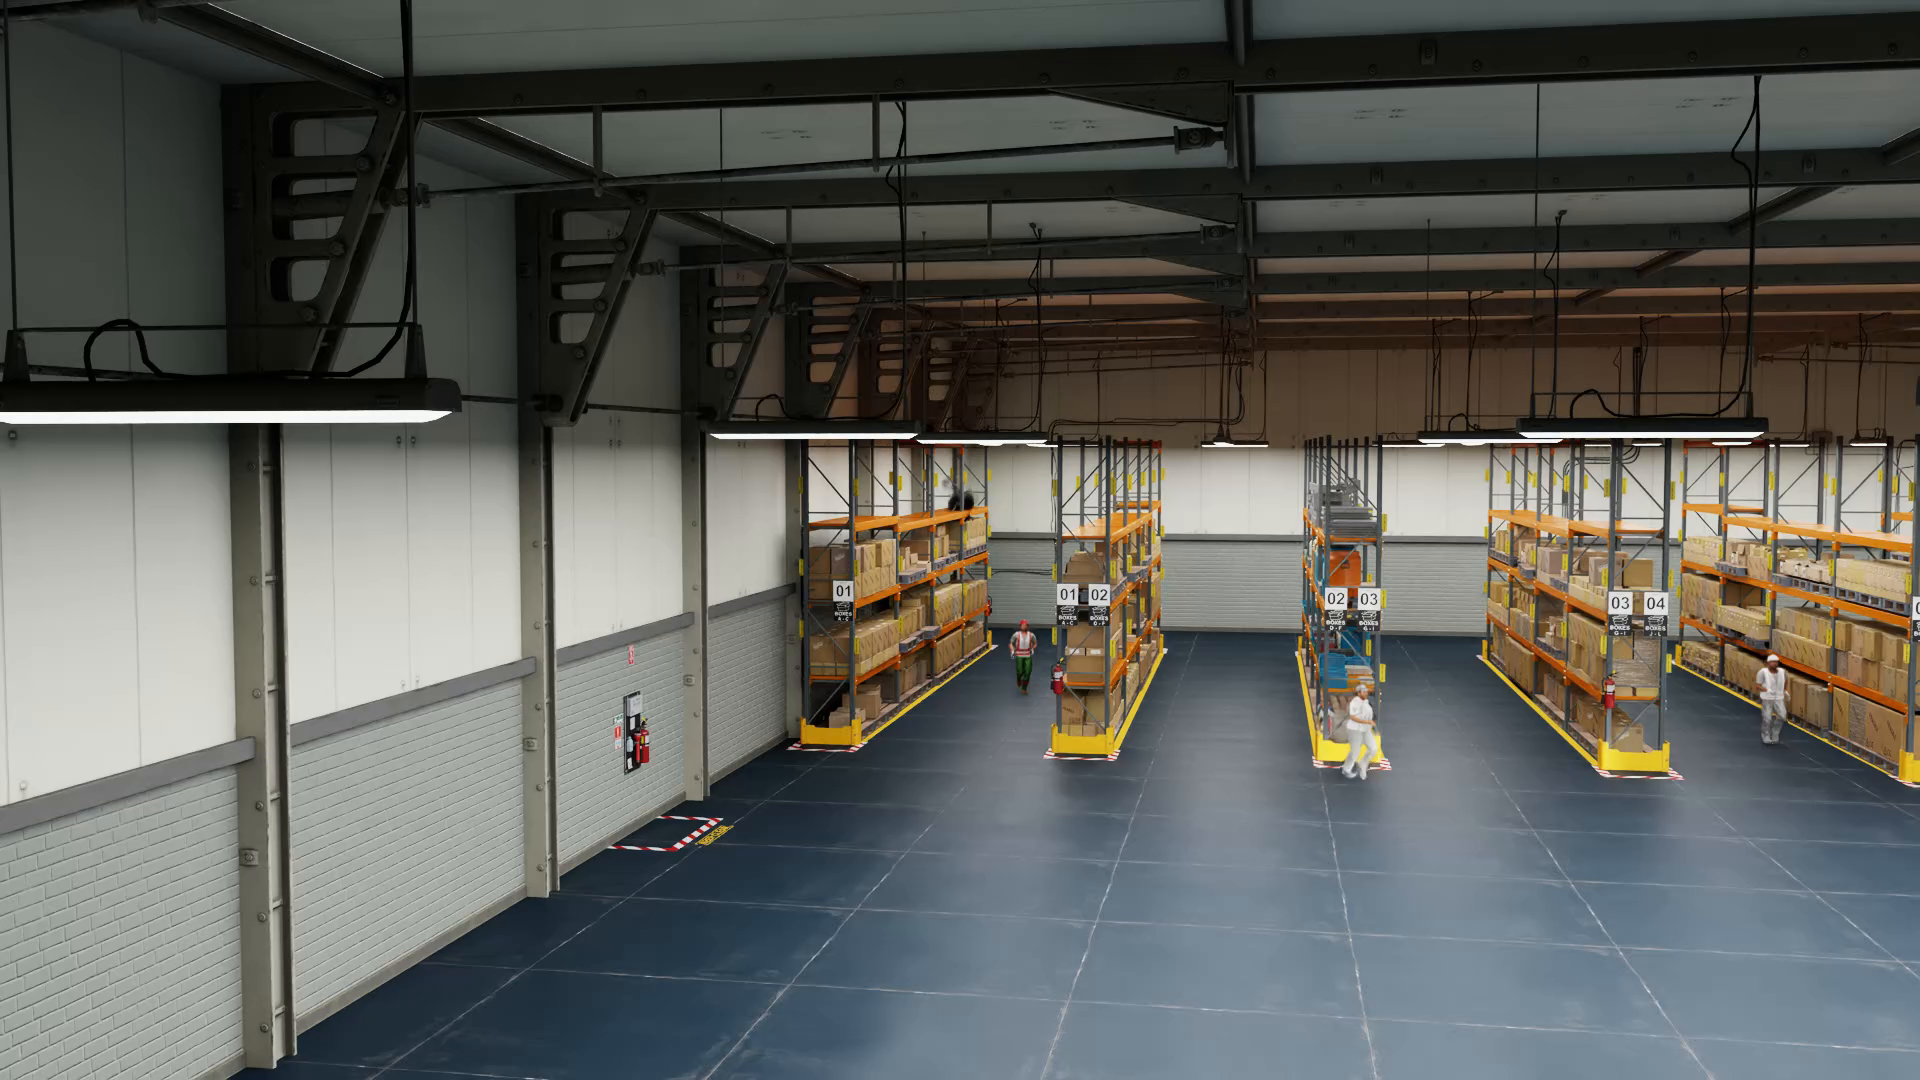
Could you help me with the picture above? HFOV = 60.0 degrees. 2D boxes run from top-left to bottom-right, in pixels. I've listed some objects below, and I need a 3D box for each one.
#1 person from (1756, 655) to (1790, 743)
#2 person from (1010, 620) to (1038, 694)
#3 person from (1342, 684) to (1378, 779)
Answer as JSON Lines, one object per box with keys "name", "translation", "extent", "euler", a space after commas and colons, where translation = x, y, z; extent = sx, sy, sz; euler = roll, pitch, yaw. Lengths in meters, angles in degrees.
{"name": "person", "translation": [15.782, 3.088, 32.241], "extent": [0.667, 1.734, 0.738], "euler": [0, 3, 8]}
{"name": "person", "translation": [1.505, 2.742, 39.084], "extent": [0.657, 1.738, 0.601], "euler": [0, 3, -5]}
{"name": "person", "translation": [6.992, 3.349, 28.931], "extent": [0.625, 1.693, 0.678], "euler": [-3, 4, -39]}
